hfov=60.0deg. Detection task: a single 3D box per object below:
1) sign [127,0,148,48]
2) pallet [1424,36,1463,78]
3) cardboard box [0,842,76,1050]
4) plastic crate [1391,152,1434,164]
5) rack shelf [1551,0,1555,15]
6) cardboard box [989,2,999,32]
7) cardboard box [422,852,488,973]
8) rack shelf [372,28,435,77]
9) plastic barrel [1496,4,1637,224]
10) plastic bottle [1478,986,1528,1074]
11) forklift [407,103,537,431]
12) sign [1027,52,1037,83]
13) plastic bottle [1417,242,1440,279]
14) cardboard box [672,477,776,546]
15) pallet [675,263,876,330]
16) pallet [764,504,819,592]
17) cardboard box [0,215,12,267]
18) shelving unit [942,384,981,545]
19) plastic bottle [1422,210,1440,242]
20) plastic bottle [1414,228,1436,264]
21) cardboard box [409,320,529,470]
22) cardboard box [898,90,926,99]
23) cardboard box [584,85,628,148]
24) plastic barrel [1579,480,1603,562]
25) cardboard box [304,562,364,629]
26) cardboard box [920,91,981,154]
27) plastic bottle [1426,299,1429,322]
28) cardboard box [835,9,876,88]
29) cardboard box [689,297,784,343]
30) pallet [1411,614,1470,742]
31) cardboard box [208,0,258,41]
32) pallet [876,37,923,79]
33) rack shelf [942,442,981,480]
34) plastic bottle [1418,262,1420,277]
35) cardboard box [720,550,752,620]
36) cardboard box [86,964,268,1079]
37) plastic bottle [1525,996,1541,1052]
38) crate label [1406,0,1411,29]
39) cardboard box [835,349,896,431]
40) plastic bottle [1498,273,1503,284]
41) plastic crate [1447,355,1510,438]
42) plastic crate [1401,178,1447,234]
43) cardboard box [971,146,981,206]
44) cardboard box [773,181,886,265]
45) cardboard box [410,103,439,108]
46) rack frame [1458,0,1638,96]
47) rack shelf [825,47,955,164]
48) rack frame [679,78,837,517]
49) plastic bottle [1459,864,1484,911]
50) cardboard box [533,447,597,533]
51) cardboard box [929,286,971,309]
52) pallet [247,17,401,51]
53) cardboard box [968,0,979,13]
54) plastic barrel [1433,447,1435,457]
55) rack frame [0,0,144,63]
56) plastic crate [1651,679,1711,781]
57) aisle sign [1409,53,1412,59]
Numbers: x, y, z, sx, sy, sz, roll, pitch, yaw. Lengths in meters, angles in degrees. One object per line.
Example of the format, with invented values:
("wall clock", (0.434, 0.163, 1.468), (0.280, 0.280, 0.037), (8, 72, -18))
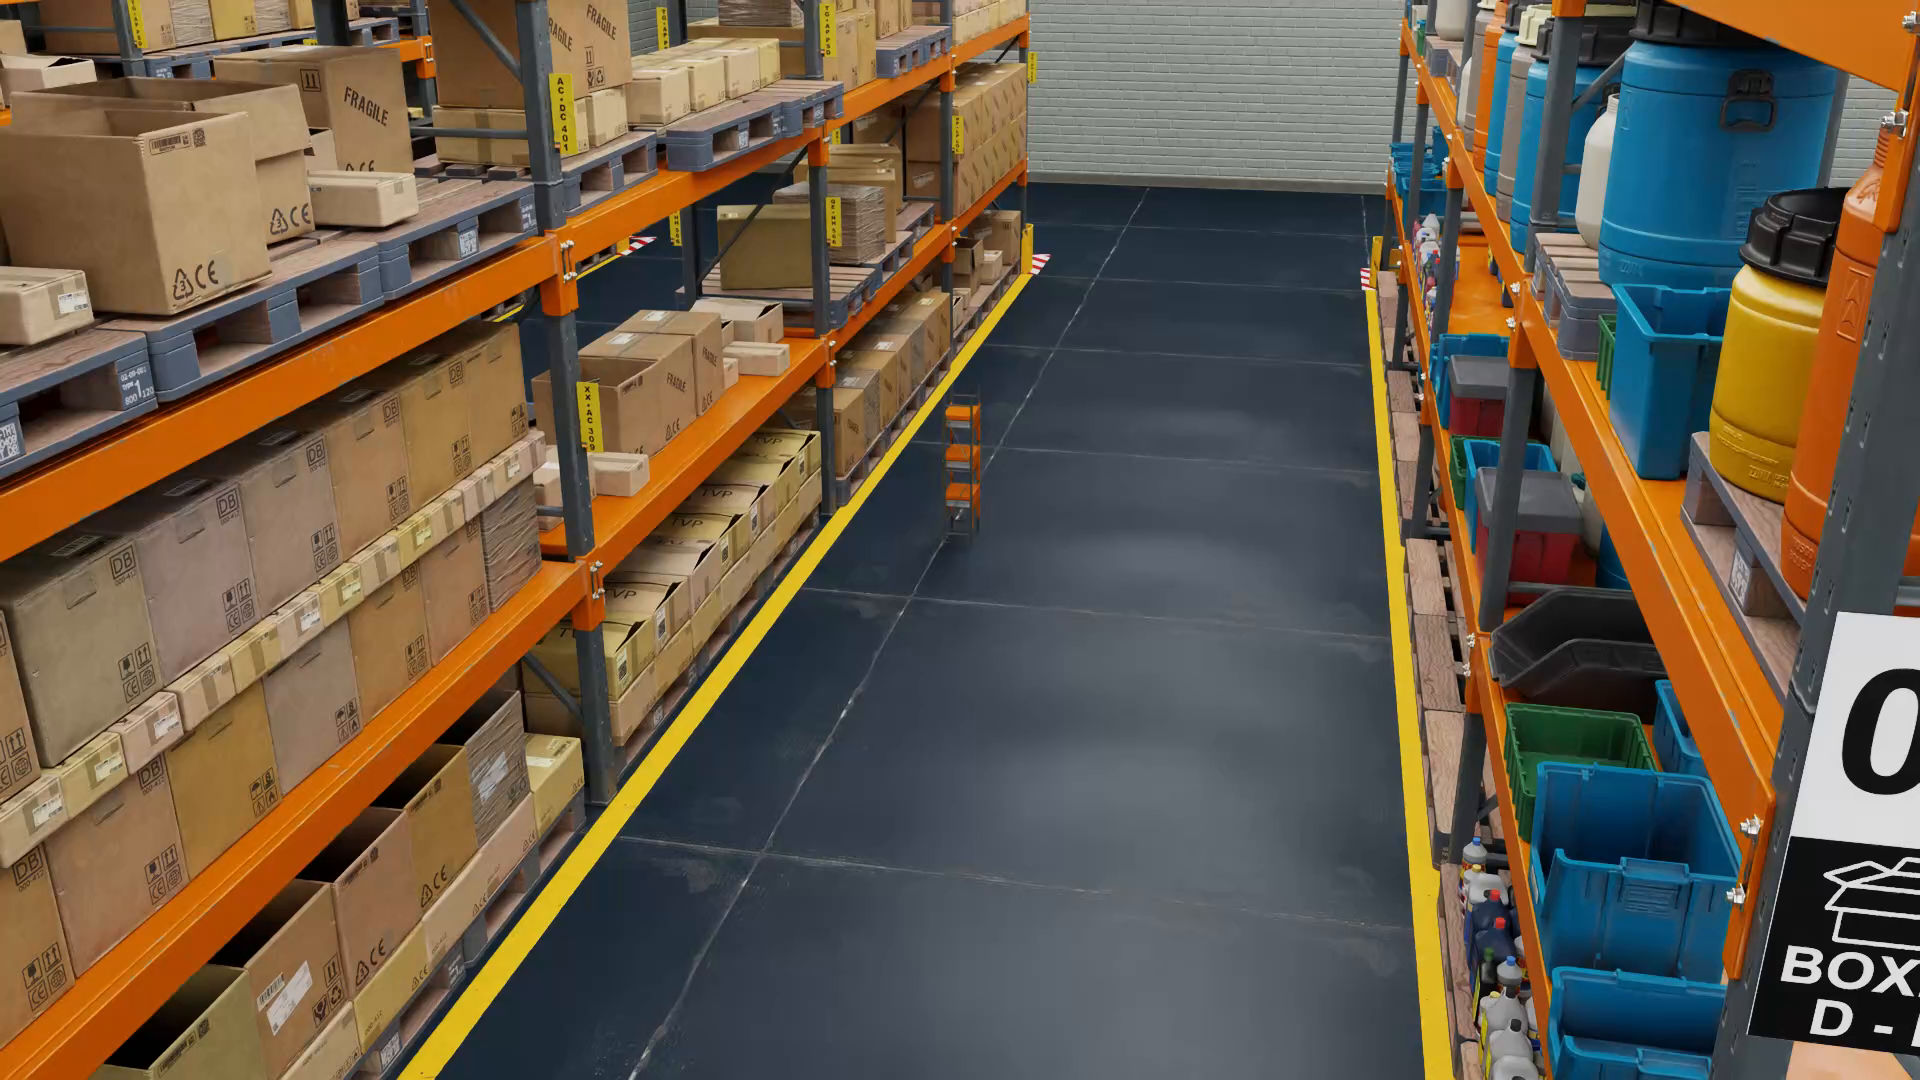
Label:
("sign", (-5.700, -3.578, 11.515), (0.100, 0.325, 0.005), (4, 22, 11))
("pallet", (4.220, -3.706, 12.778), (1.213, 0.211, 1.003), (4, 22, 11))
("cardboard box", (-2.905, 1.097, 4.480), (0.700, 0.500, 0.500), (4, 22, 11))
("plastic crate", (4.593, -3.803, 16.926), (0.416, 0.233, 0.300), (4, 22, 11))
("rack shelf", (3.060, -2.766, 7.673), (1.077, 0.370, 4.000), (4, 22, 11))
("cardboard box", (0.085, -5.104, 16.198), (0.500, 0.250, 0.500), (4, 22, 11))
("cardboard box", (-2.277, 1.484, 6.773), (0.500, 0.250, 0.500), (4, 22, 11))
("rack shelf", (-5.007, -5.241, 17.299), (1.077, 0.370, 4.000), (4, 22, 11))
("plastic barrel", (2.676, -1.836, 7.211), (0.600, 0.901, 0.600), (0, 22, 0))
("plastic bottle", (1.955, 1.742, 5.969), (0.144, 0.351, 0.185), (4, 22, 10))
("forklift", (-3.941, -1.210, 10.435), (3.031, 2.935, 1.130), (7, 23, 18))
("sign", (0.791, -5.172, 18.208), (0.100, 0.325, 0.005), (4, 22, 11))
("plastic bottle", (3.628, -2.160, 12.867), (0.152, 0.276, 0.135), (4, 22, 11))
("cardboard box", (-1.452, -0.207, 10.219), (0.500, 0.311, 0.500), (4, 22, 11))
("pallet", (-1.311, -1.777, 12.007), (1.213, 0.211, 1.003), (4, 22, 11))
("pallet", (-1.587, -0.021, 11.123), (1.003, 0.211, 1.213), (4, 22, 11))
("cardboard box", (-2.923, -0.941, 5.029), (0.500, 0.311, 0.500), (7, 23, 17))
("shelving unit", (0.011, -0.507, 11.206), (0.215, 1.050, 0.252), (4, 22, 11))
("plastic bottle", (3.887, -2.555, 13.747), (0.144, 0.351, 0.185), (4, 22, 11))
("plastic bottle", (3.742, -2.365, 13.376), (0.152, 0.276, 0.135), (4, 22, 11))
("cardboard box", (-2.281, -0.635, 7.044), (0.700, 0.500, 0.500), (5, 22, 11))
("cardboard box", (-0.613, -3.978, 15.743), (0.500, 0.500, 0.500), (4, 22, 10))
("cardboard box", (-1.952, -2.092, 8.156), (0.500, 0.250, 0.500), (2, 22, 6))
("plastic barrel", (3.061, -0.167, 7.570), (0.433, 0.535, 0.433), (0, 22, 0))
("cardboard box", (-2.354, 0.181, 5.888), (0.380, 0.149, 0.250), (5, 23, 13))
("cardboard box", (-0.088, -3.925, 15.612), (0.500, 0.500, 0.500), (4, 22, 9))
("plastic bottle", (3.320, -1.625, 11.639), (0.097, 0.201, 0.097), (0, 22, 0))
("cardboard box", (-1.114, -3.589, 12.101), (0.910, 0.500, 0.500), (4, 22, 11))
("cardboard box", (-1.498, -1.441, 11.036), (0.500, 0.311, 0.500), (6, 23, 14))
("pallet", (3.021, 0.785, 9.121), (1.003, 0.211, 1.213), (4, 22, 11))
("cardboard box", (-6.006, -4.211, 13.057), (0.700, 0.500, 0.500), (6, 23, 14))
("pallet", (-0.975, -3.767, 12.928), (1.213, 0.211, 1.003), (4, 22, 11))
("rack shelf", (0.011, -0.497, 11.210), (0.215, 0.259, 0.240), (4, 22, 11))
("plastic bottle", (3.577, -2.085, 12.781), (0.097, 0.201, 0.097), (0, 22, 0))
("cardboard box", (-1.559, 0.240, 9.861), (0.500, 0.250, 0.500), (5, 22, 12))
("cardboard box", (-2.586, 1.684, 5.272), (0.500, 0.500, 0.500), (4, 22, 11))
("plastic bottle", (2.105, 1.779, 5.978), (0.152, 0.276, 0.135), (4, 22, 11))
("crate label", (4.596, -5.169, 16.356), (0.408, 0.251, 0.502), (4, 22, 11))
("cardboard box", (-0.799, -1.177, 13.017), (0.500, 0.500, 0.500), (4, 22, 10))
("plastic bottle", (4.189, -2.103, 12.733), (0.097, 0.271, 0.097), (0, 22, 0))
("plastic crate", (2.838, -0.695, 8.979), (0.402, 0.464, 0.583), (4, 22, 11))
("plastic crate", (4.045, -2.913, 14.514), (0.392, 0.384, 0.575), (4, 22, 11))
("cardboard box", (-0.092, -3.475, 15.832), (0.500, 0.500, 0.500), (5, 22, 12))
("cardboard box", (-0.989, -2.412, 12.632), (0.700, 0.500, 0.500), (9, 24, 21))
("cardboard box", (-5.134, -4.054, 17.004), (0.980, 0.700, 0.700), (4, 22, 10))
("rack frame", (3.468, -4.016, 9.280), (1.000, 3.000, 0.127), (4, 22, 11))
("rack shelf", (-0.973, -3.402, 12.732), (1.077, 0.370, 4.000), (4, 22, 11))
("rack frame", (-1.381, -1.612, 11.342), (1.000, 3.000, 0.127), (4, 22, 11))
("plastic bottle", (2.137, 1.444, 6.911), (0.097, 0.201, 0.097), (0, 22, 0))
("cardboard box", (-2.139, -0.263, 8.193), (0.500, 0.250, 0.500), (6, 23, 14))
("cardboard box", (-0.100, -2.419, 16.549), (0.380, 0.166, 0.250), (4, 22, 11))
("pallet", (-5.553, -4.415, 14.542), (0.805, 0.209, 1.217), (4, 22, 9))
("cardboard box", (-0.122, -4.971, 15.197), (0.500, 0.250, 0.500), (4, 22, 11))
("plastic barrel", (3.781, -0.903, 12.246), (0.600, 0.588, 0.708), (4, 22, 11))
("rack frame", (-6.231, -4.771, 11.155), (1.000, 3.000, 0.127), (4, 22, 11))
("plastic crate", (2.692, 0.724, 5.740), (0.499, 0.251, 0.616), (4, 22, 11))
("aisle sign", (4.824, -5.414, 17.301), (0.394, 0.787, 0.004), (4, 22, 11))
